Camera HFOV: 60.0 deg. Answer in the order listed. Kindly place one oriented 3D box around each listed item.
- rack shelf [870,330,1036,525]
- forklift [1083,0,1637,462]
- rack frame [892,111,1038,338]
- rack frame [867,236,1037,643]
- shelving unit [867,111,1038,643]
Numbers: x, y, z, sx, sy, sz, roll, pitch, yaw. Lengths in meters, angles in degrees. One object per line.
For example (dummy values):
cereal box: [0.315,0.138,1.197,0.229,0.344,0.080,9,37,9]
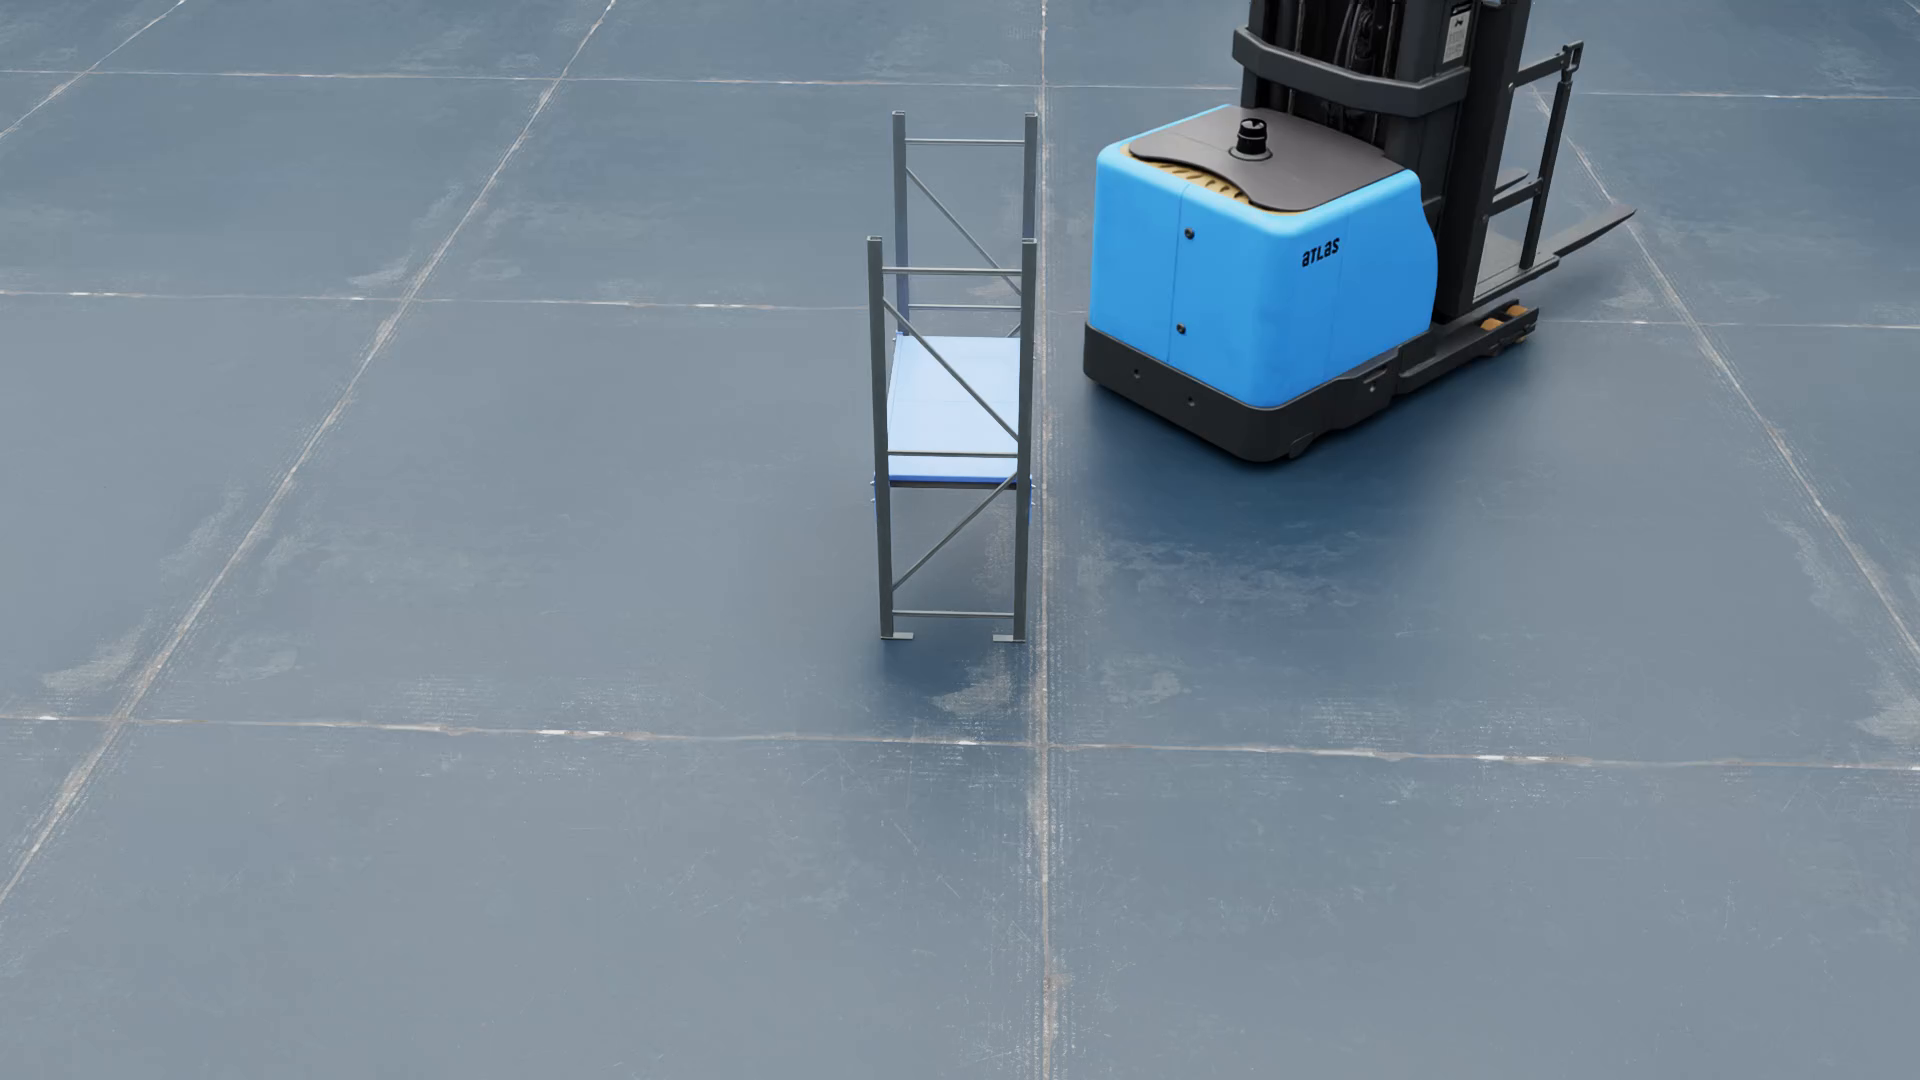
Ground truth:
rack shelf: [-0.003,-0.417,5.852,0.538,0.185,1.000,1,35,2]
forklift: [1.972,-2.222,6.862,3.031,2.935,1.130,-27,43,-33]
rack frame: [0.017,-0.857,6.165,0.500,1.500,0.032,1,35,2]
rack frame: [-0.024,-0.273,5.333,0.500,1.500,0.032,1,35,2]
shelving unit: [-0.003,-0.565,5.749,0.538,1.500,1.048,1,35,2]
